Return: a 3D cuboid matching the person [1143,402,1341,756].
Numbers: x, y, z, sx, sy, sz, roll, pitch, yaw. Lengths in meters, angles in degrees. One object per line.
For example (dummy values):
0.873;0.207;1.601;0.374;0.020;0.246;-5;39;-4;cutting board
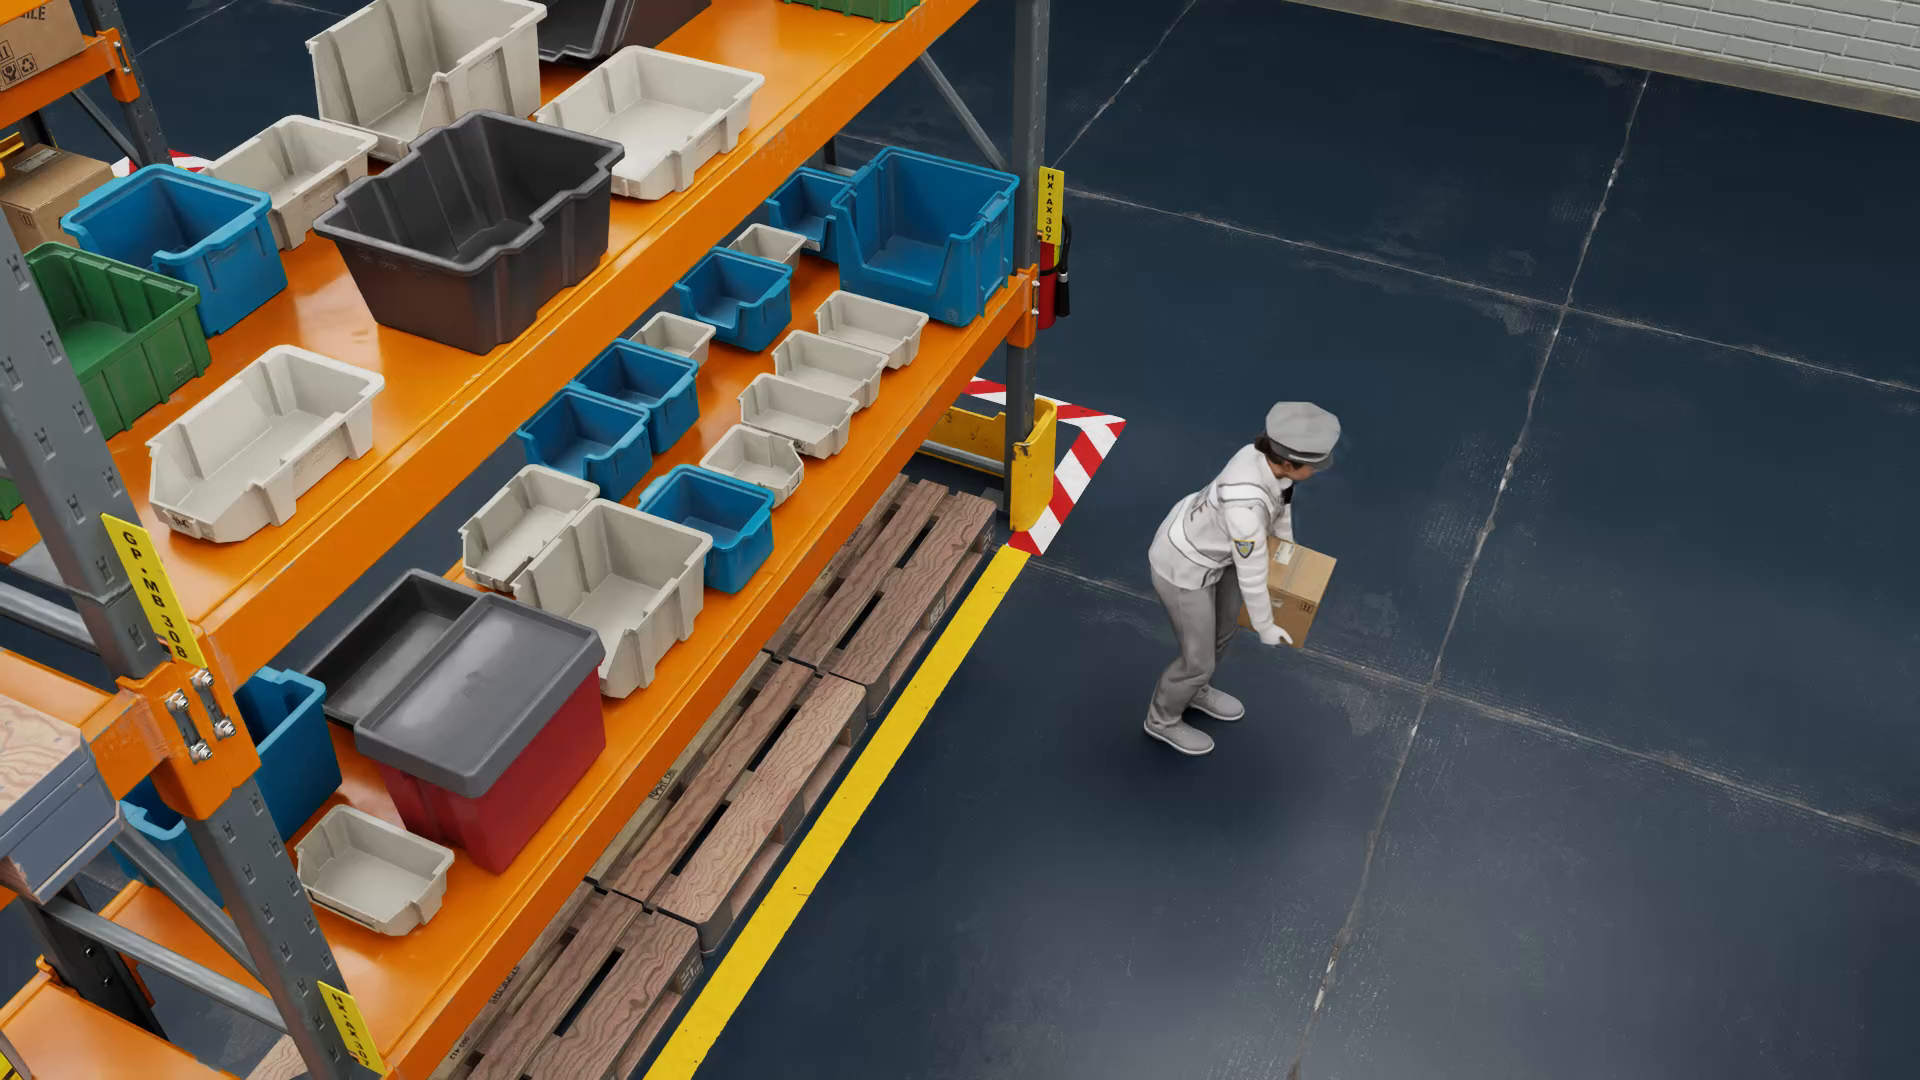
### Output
0.982;0.141;6.070;0.586;1.585;0.412;17;45;17;person
